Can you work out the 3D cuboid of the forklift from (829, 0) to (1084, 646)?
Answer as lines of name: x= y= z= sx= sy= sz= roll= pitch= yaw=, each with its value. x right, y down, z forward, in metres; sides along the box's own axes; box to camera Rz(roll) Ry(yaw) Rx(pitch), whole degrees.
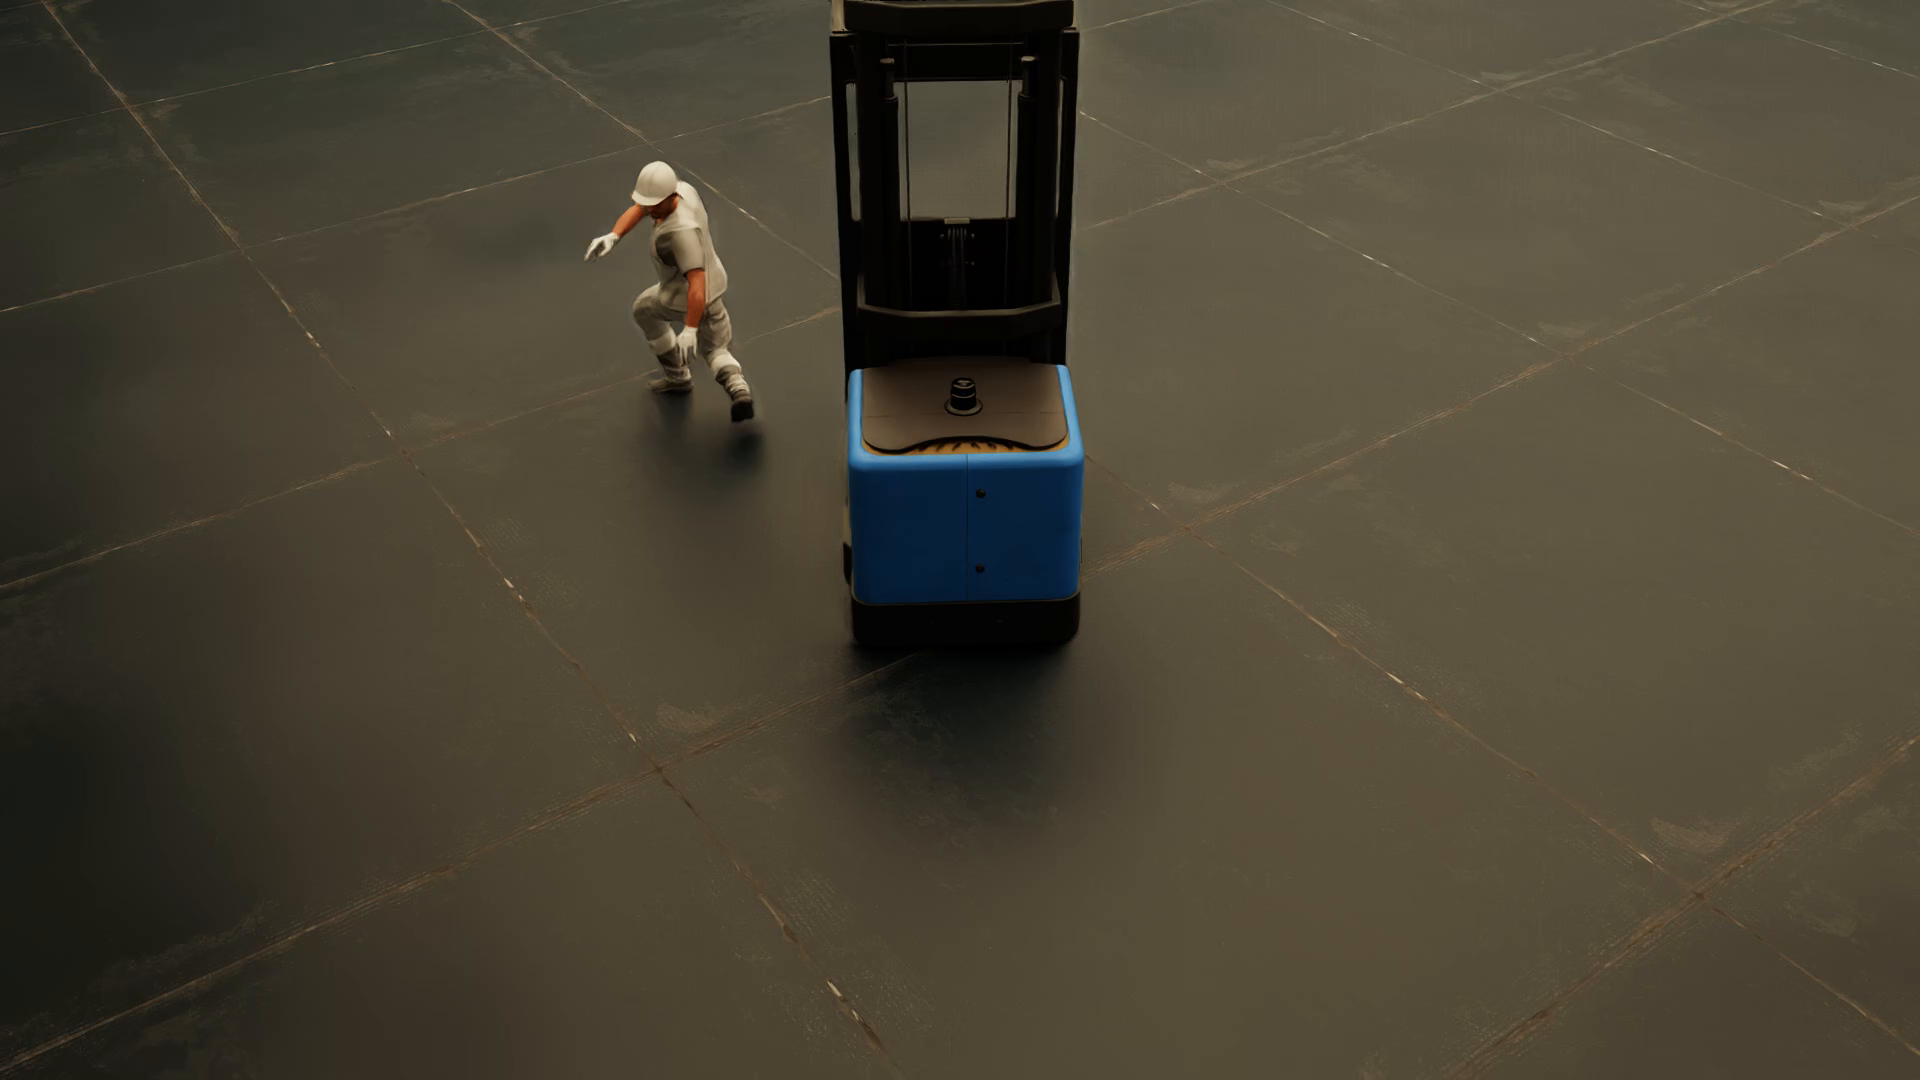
forklift: x=-0.037 y=-1.543 z=8.032 sx=1.130 sy=2.935 sz=3.031 roll=-2 pitch=37 yaw=-2

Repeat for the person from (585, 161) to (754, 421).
person: x=-1.508 y=-1.318 z=8.960 sx=0.952 sy=1.542 sz=0.685 roll=23 pitch=42 yaw=27
